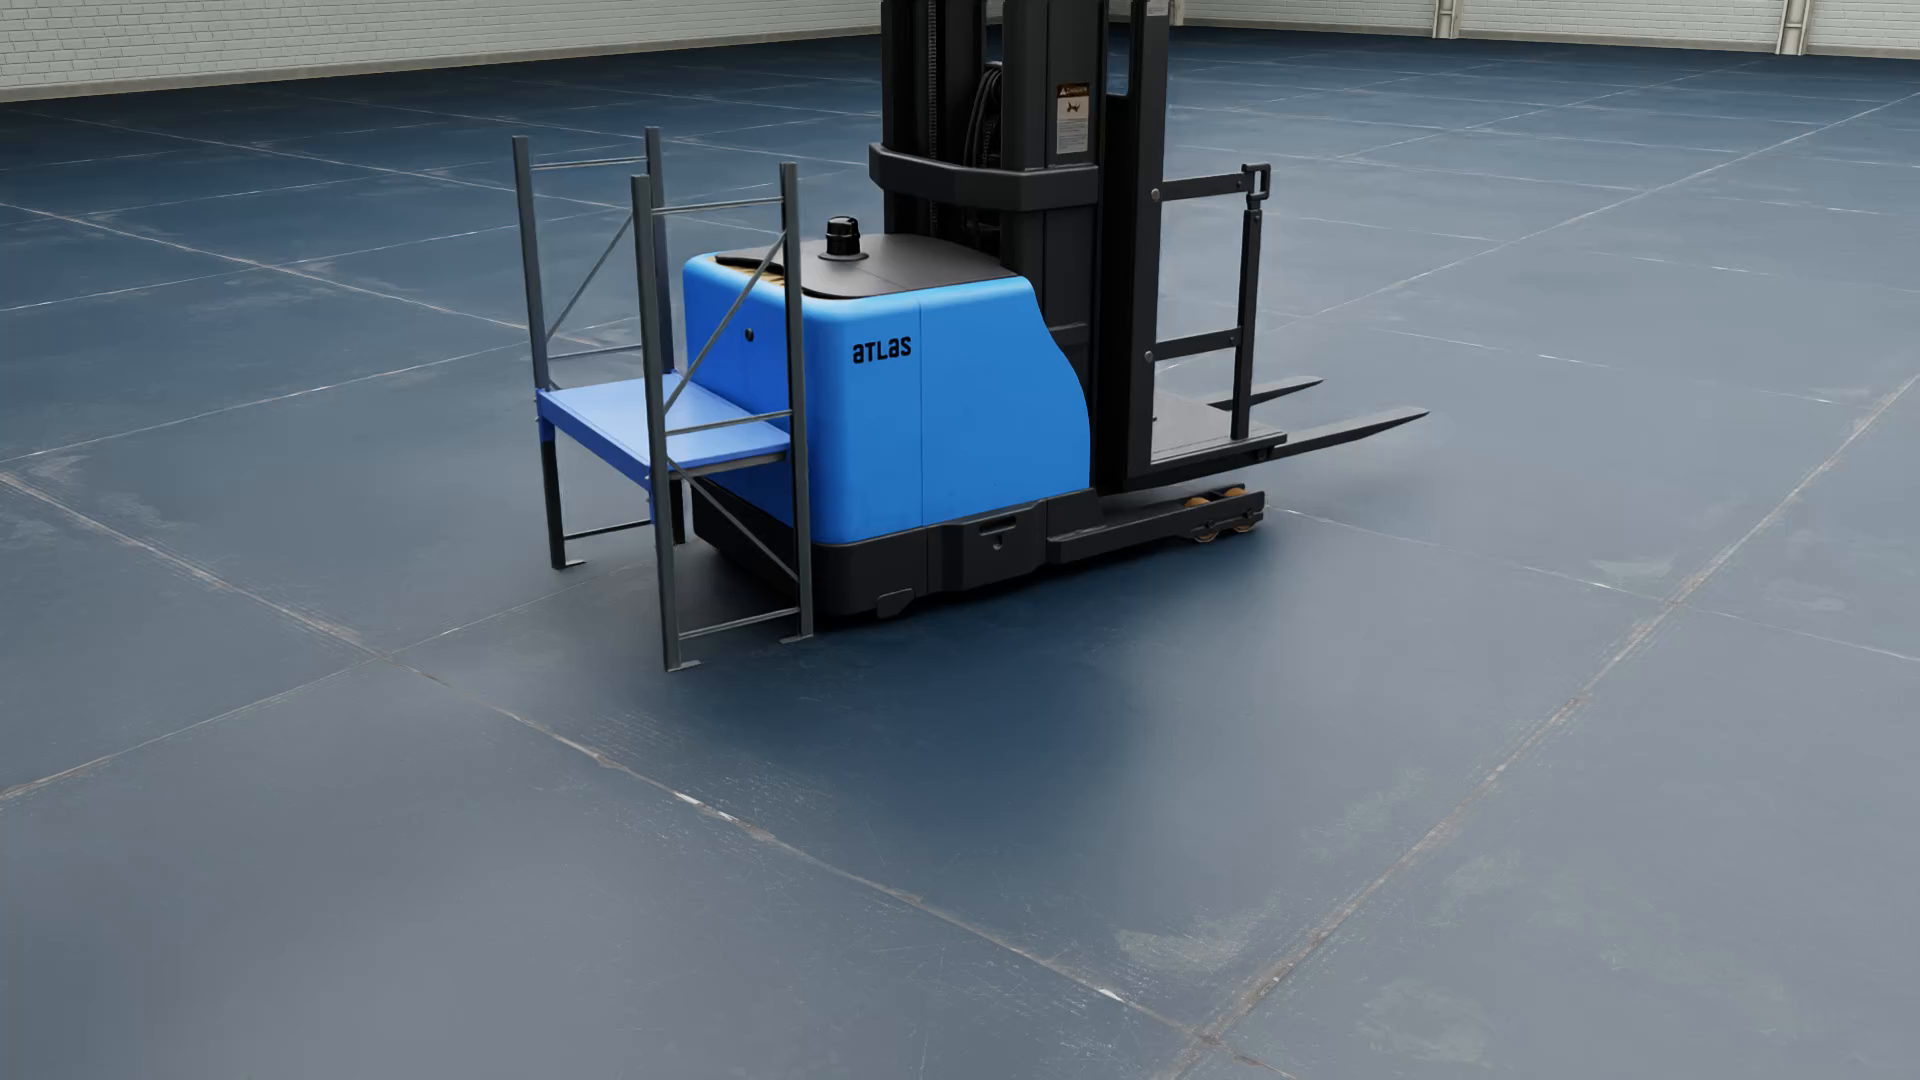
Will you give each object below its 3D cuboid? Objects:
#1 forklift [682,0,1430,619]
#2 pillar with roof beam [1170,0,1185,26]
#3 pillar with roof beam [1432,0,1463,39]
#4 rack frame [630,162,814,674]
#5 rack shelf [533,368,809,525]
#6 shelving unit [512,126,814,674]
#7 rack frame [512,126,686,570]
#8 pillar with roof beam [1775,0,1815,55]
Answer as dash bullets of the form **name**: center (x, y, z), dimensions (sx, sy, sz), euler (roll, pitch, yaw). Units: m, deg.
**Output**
- **forklift**: center (0.535, -1.500, 5.992), dimensions (3.031, 2.935, 1.130), euler (-14, 25, -32)
- **pillar with roof beam**: center (1.672, -13.721, 29.801), dimensions (0.400, 9.000, 9.100), euler (16, 26, 36)
- **pillar with roof beam**: center (6.320, -12.383, 26.251), dimensions (0.400, 9.000, 9.100), euler (16, 26, 36)
- **rack frame**: center (-0.689, -0.345, 4.958), dimensions (0.500, 1.500, 0.032), euler (-13, 24, -30)
- **rack shelf**: center (-0.961, -0.328, 5.423), dimensions (0.538, 0.185, 1.000), euler (-13, 24, -30)
- **shelving unit**: center (-0.961, -0.497, 5.360), dimensions (0.538, 1.500, 1.048), euler (-13, 24, -30)
- **rack frame**: center (-1.233, -0.648, 5.762), dimensions (0.500, 1.500, 0.032), euler (-13, 24, -30)
- **pillar with roof beam**: center (10.969, -11.044, 22.701), dimensions (0.400, 9.000, 9.100), euler (16, 26, 36)
